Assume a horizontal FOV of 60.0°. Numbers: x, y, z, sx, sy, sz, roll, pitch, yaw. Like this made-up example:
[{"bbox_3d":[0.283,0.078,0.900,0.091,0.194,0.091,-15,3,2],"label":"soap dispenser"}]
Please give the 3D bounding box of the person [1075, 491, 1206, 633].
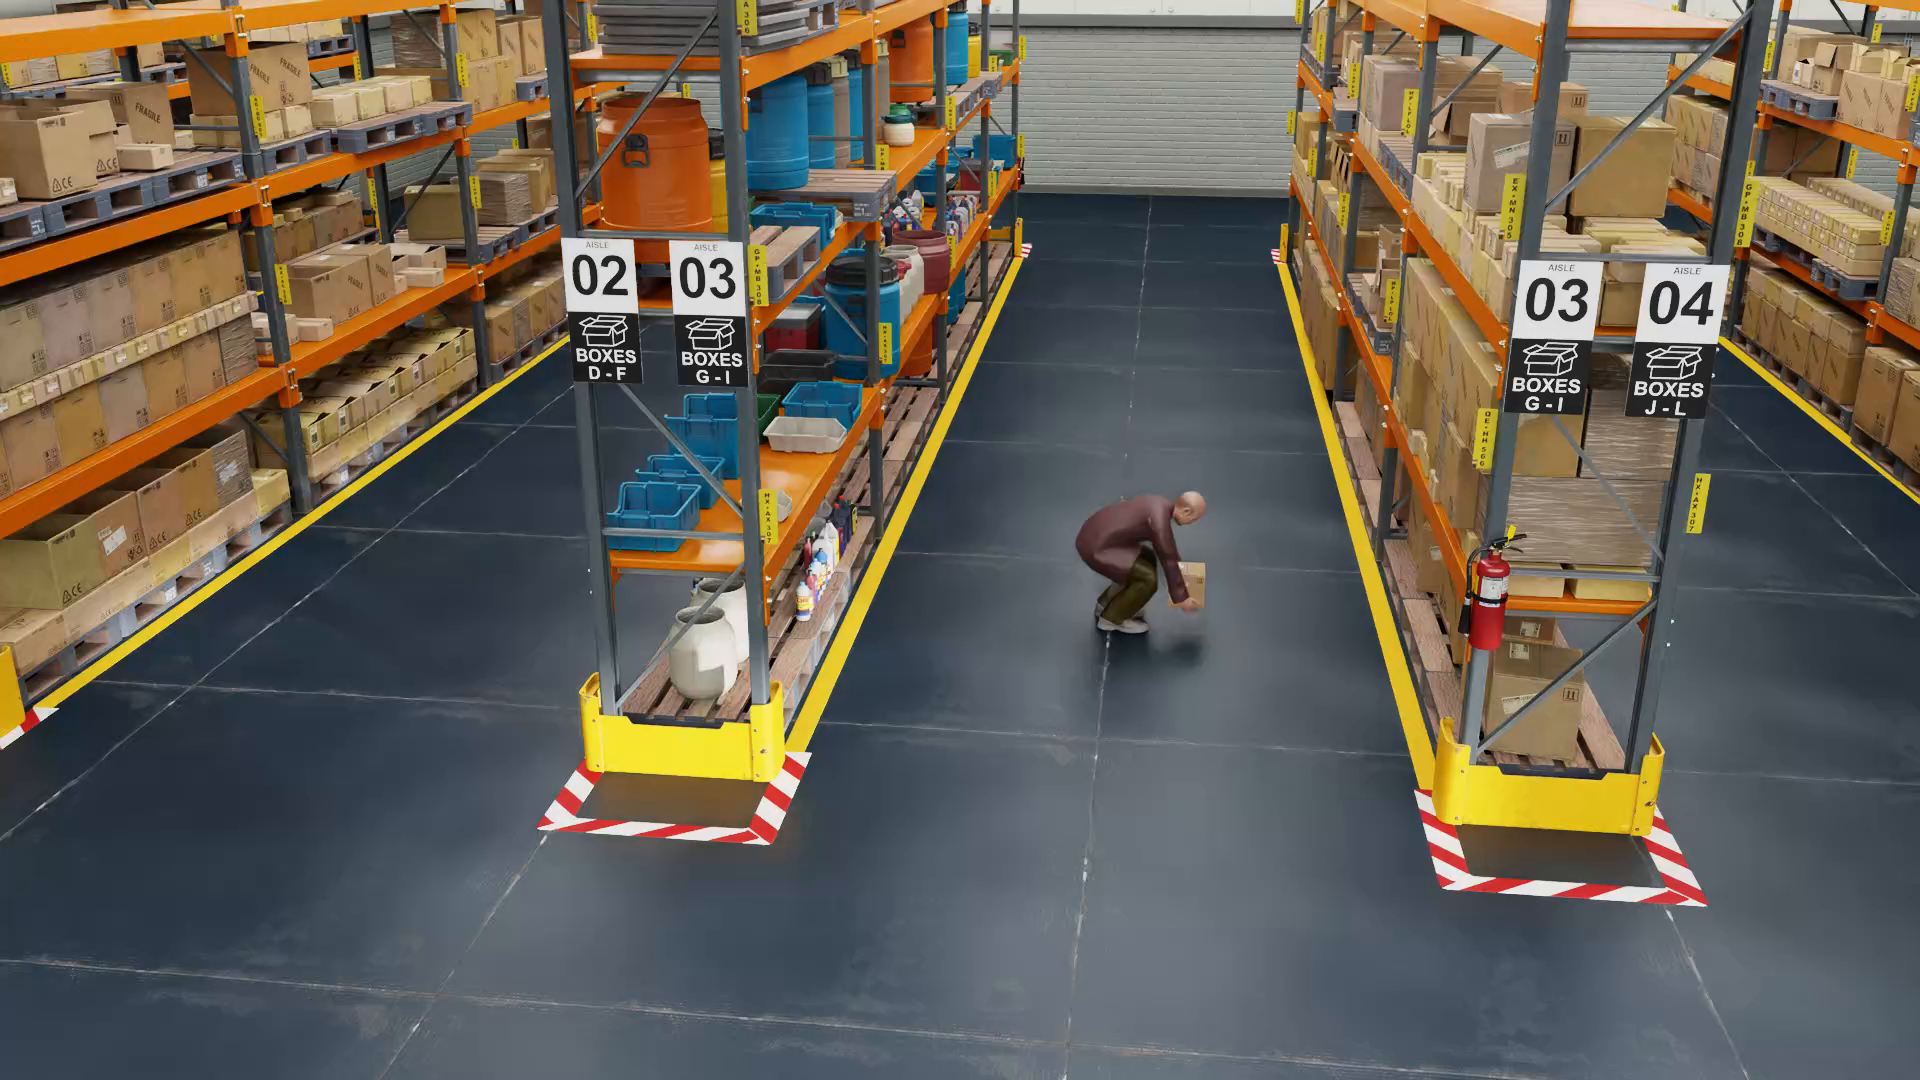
[{"bbox_3d":[1.271,0.136,11.824,0.910,1.011,0.585,2,21,5],"label":"person"}]
